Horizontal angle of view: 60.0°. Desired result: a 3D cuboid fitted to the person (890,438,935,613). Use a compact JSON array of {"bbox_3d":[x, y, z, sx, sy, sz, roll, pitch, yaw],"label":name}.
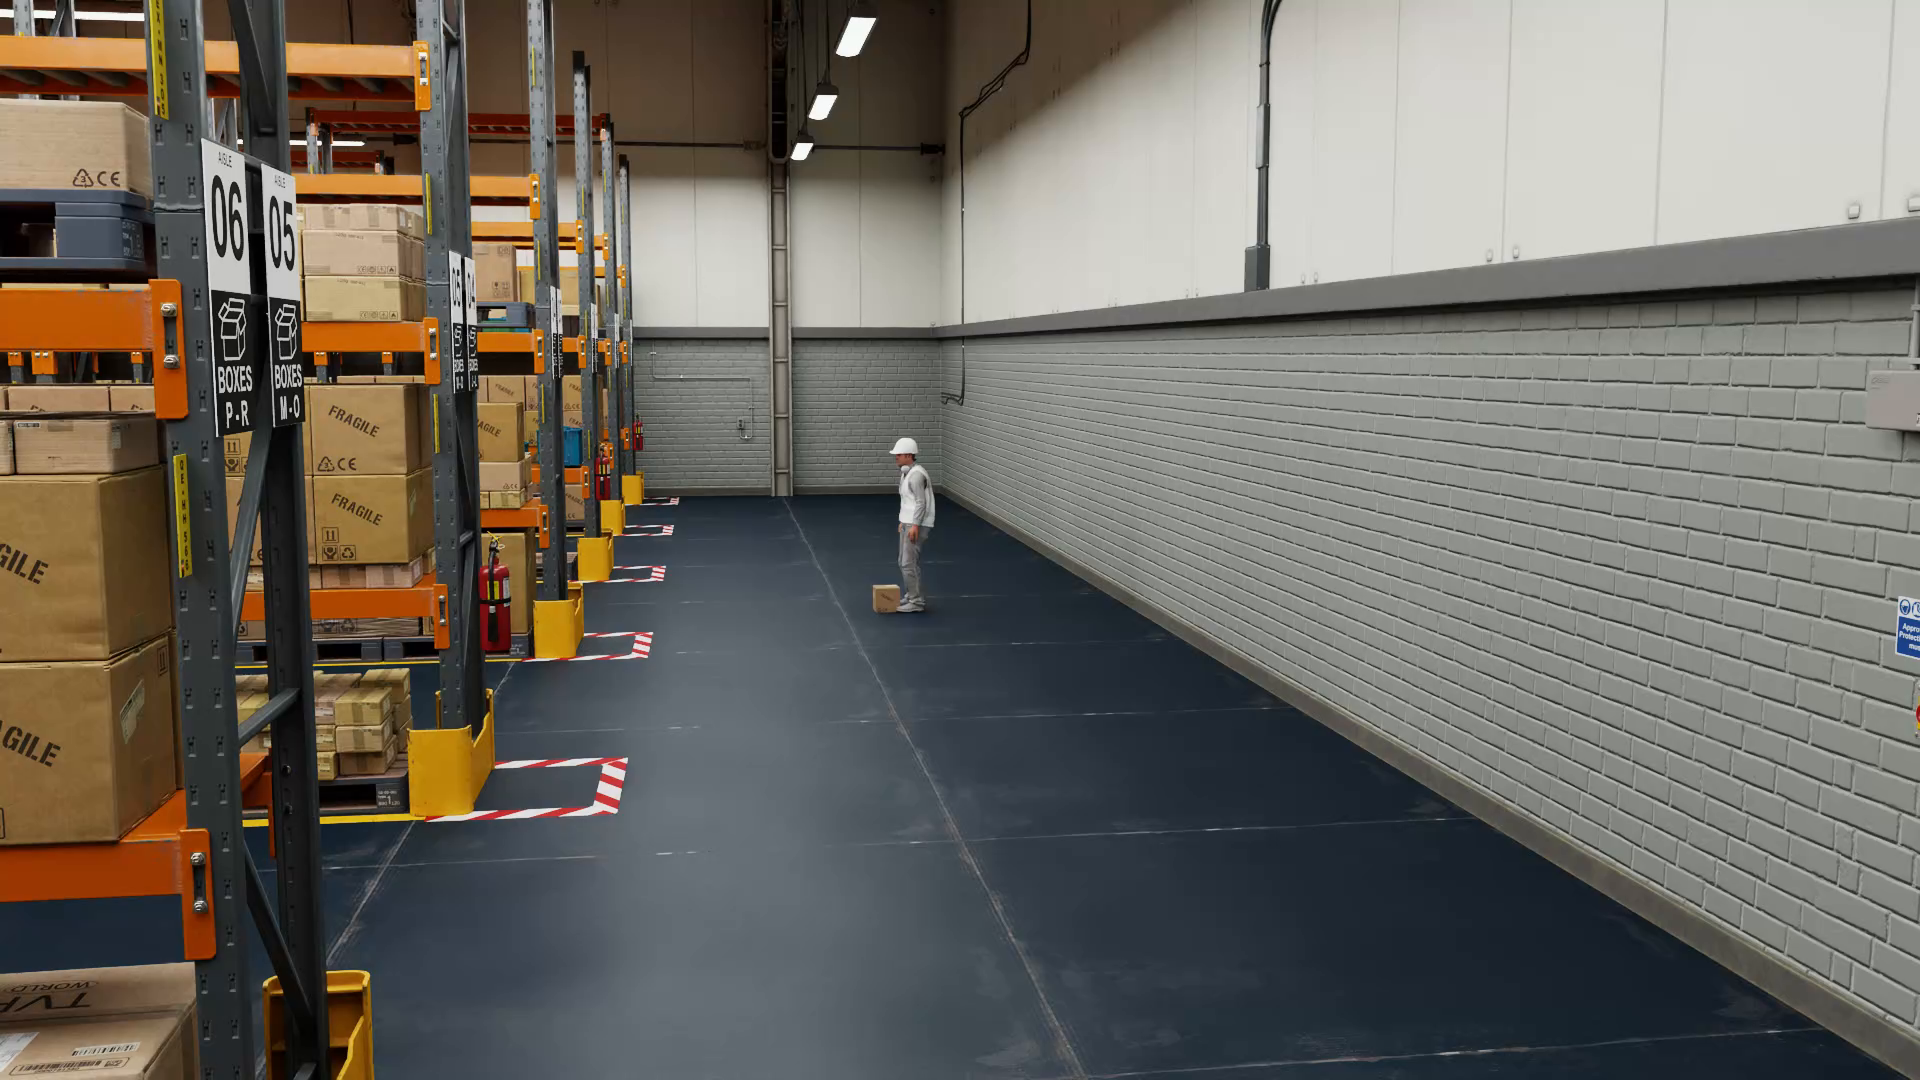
[{"bbox_3d":[-0.494,-0.159,17.003,0.464,1.771,0.593,-1,7,-12],"label":"person"}]
